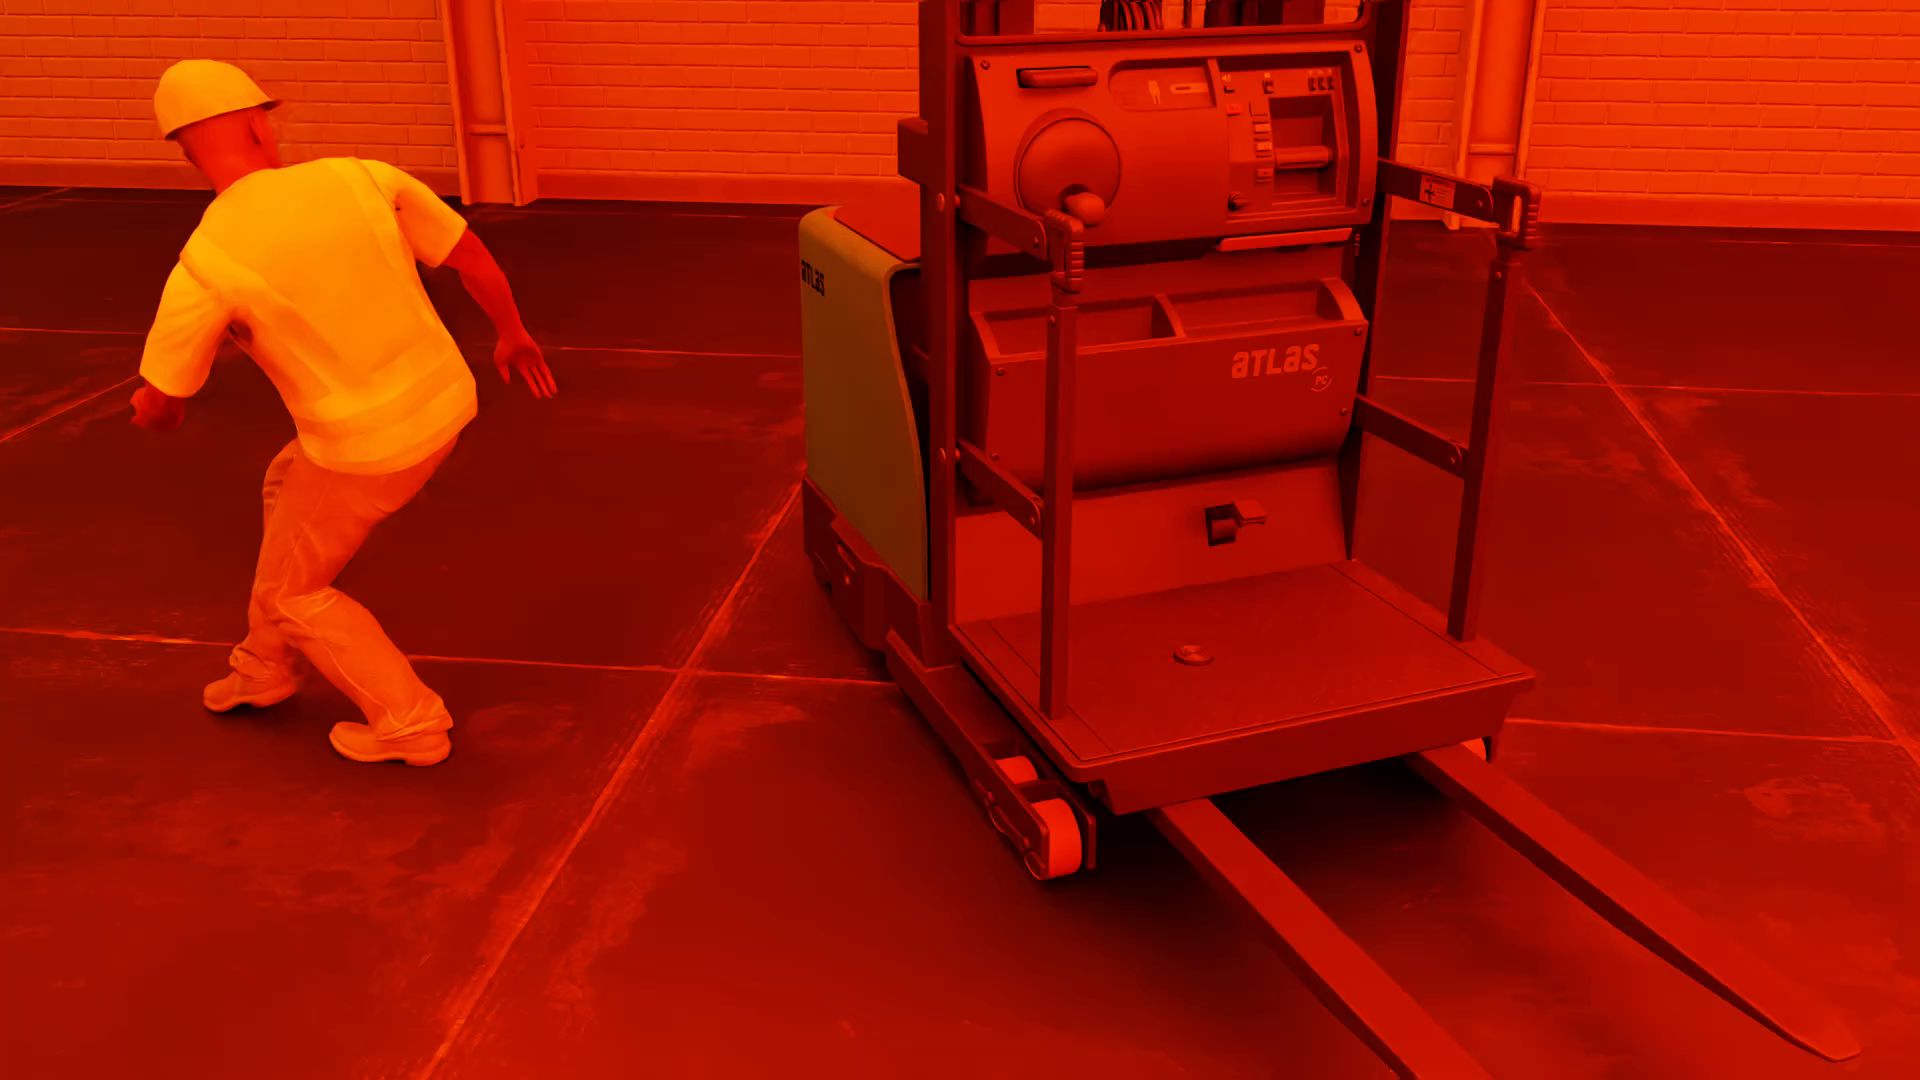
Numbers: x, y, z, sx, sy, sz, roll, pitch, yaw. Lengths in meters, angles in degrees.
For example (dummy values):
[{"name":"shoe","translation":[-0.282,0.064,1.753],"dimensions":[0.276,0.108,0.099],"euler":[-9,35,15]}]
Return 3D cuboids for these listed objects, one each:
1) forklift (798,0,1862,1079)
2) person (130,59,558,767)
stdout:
[{"name":"forklift","translation":[0.549,-0.835,3.327],"dimensions":[1.130,2.935,3.031],"euler":[-8,23,-20]},{"name":"person","translation":[-1.482,-0.301,3.834],"dimensions":[0.822,1.584,0.806],"euler":[9,24,21]}]
